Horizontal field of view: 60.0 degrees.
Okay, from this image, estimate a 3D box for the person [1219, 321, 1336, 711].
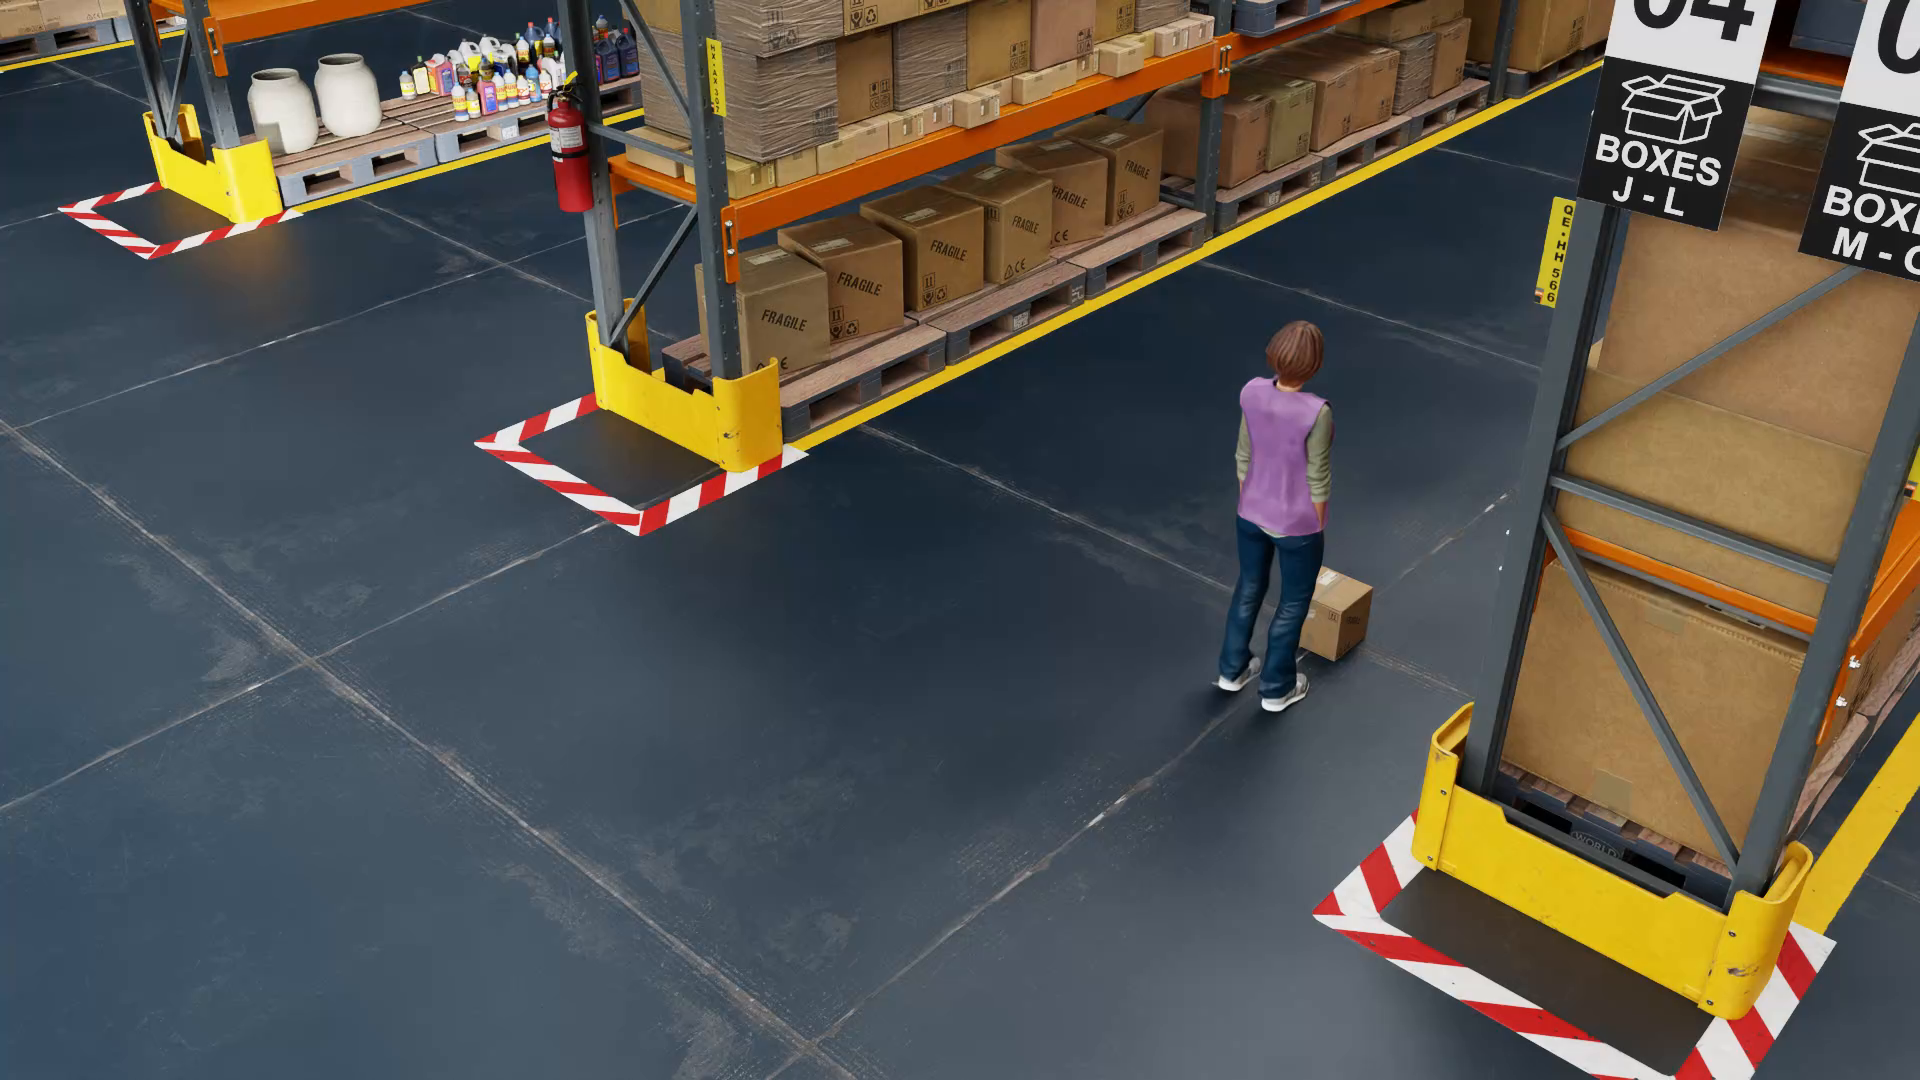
[{"bbox_3d":[1.200,-0.080,6.291,0.407,1.604,0.303,27,41,36],"label":"person"}]
